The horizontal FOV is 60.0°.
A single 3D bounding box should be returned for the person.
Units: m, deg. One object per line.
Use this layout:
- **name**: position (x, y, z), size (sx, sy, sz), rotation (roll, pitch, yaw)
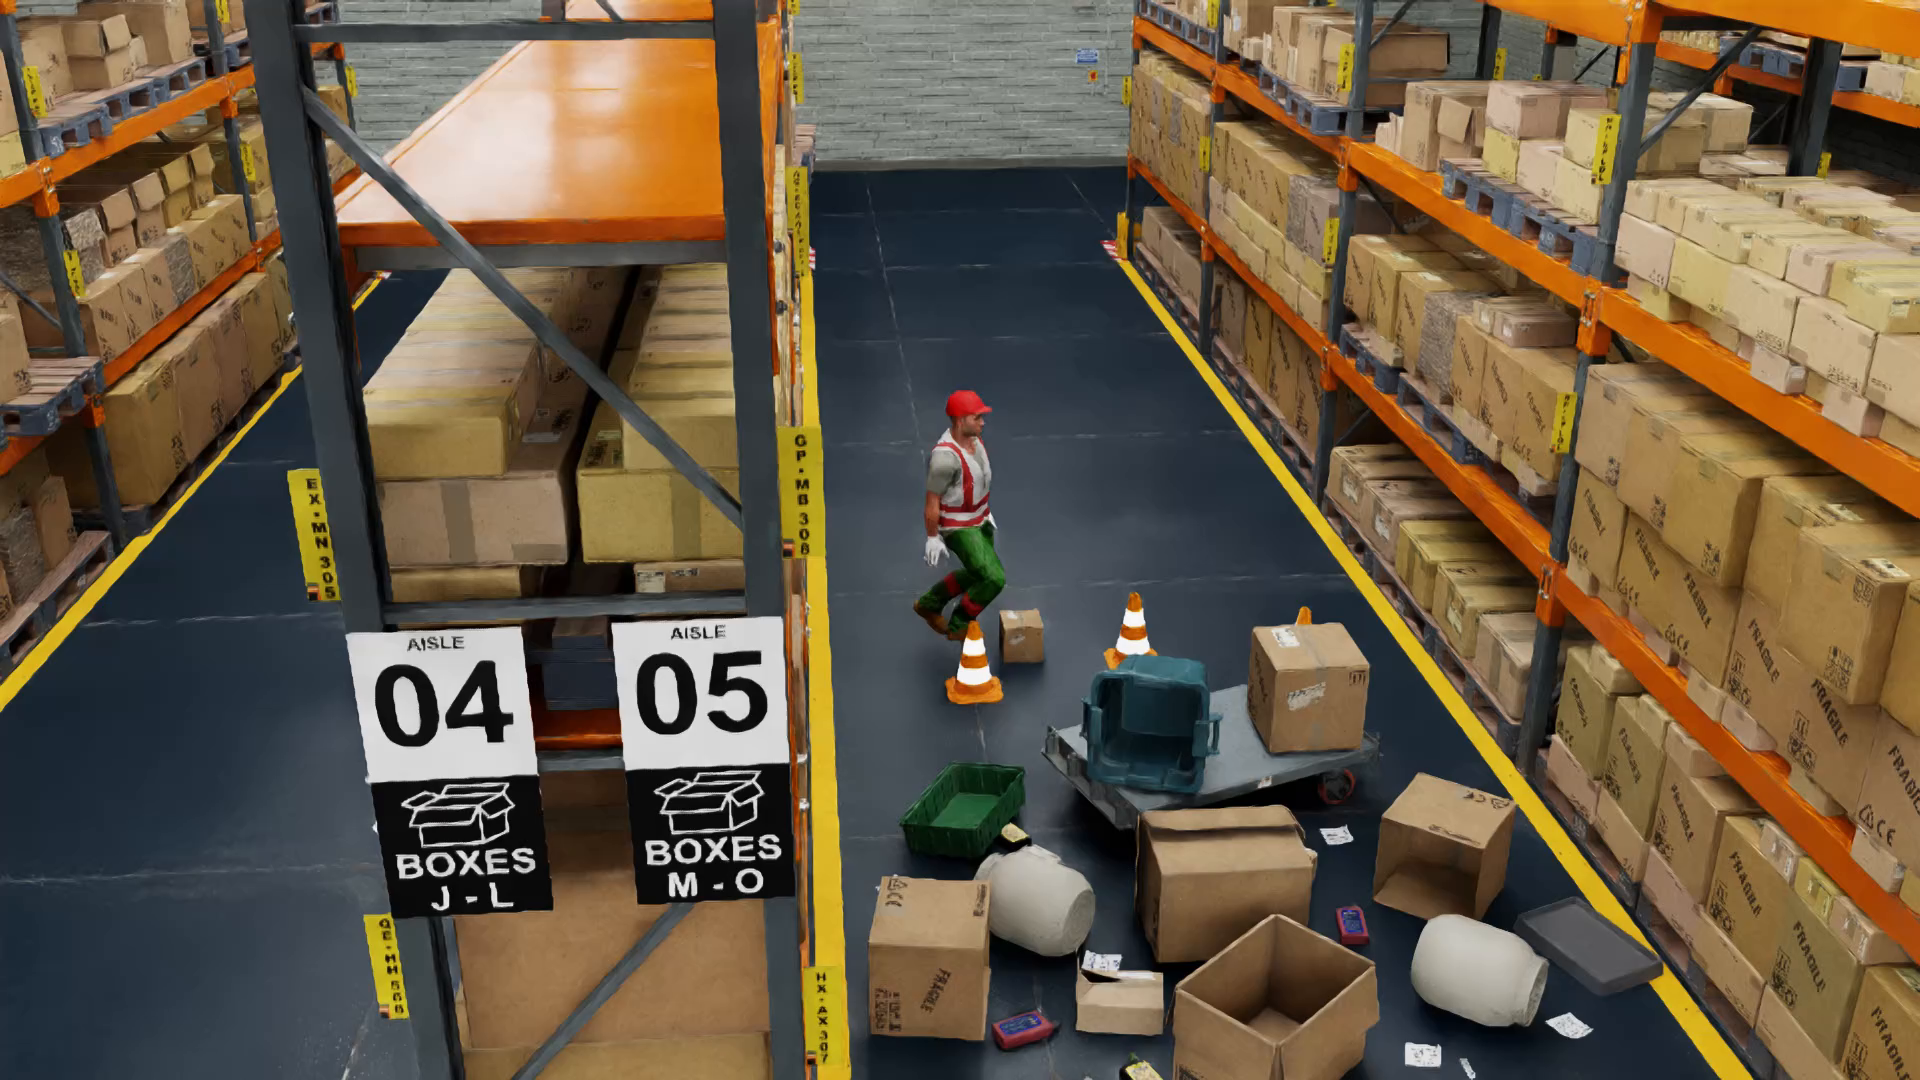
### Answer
- **person**: position (-0.004, -0.092, 10.171), size (0.744, 1.717, 0.655), rotation (9, 25, 20)
